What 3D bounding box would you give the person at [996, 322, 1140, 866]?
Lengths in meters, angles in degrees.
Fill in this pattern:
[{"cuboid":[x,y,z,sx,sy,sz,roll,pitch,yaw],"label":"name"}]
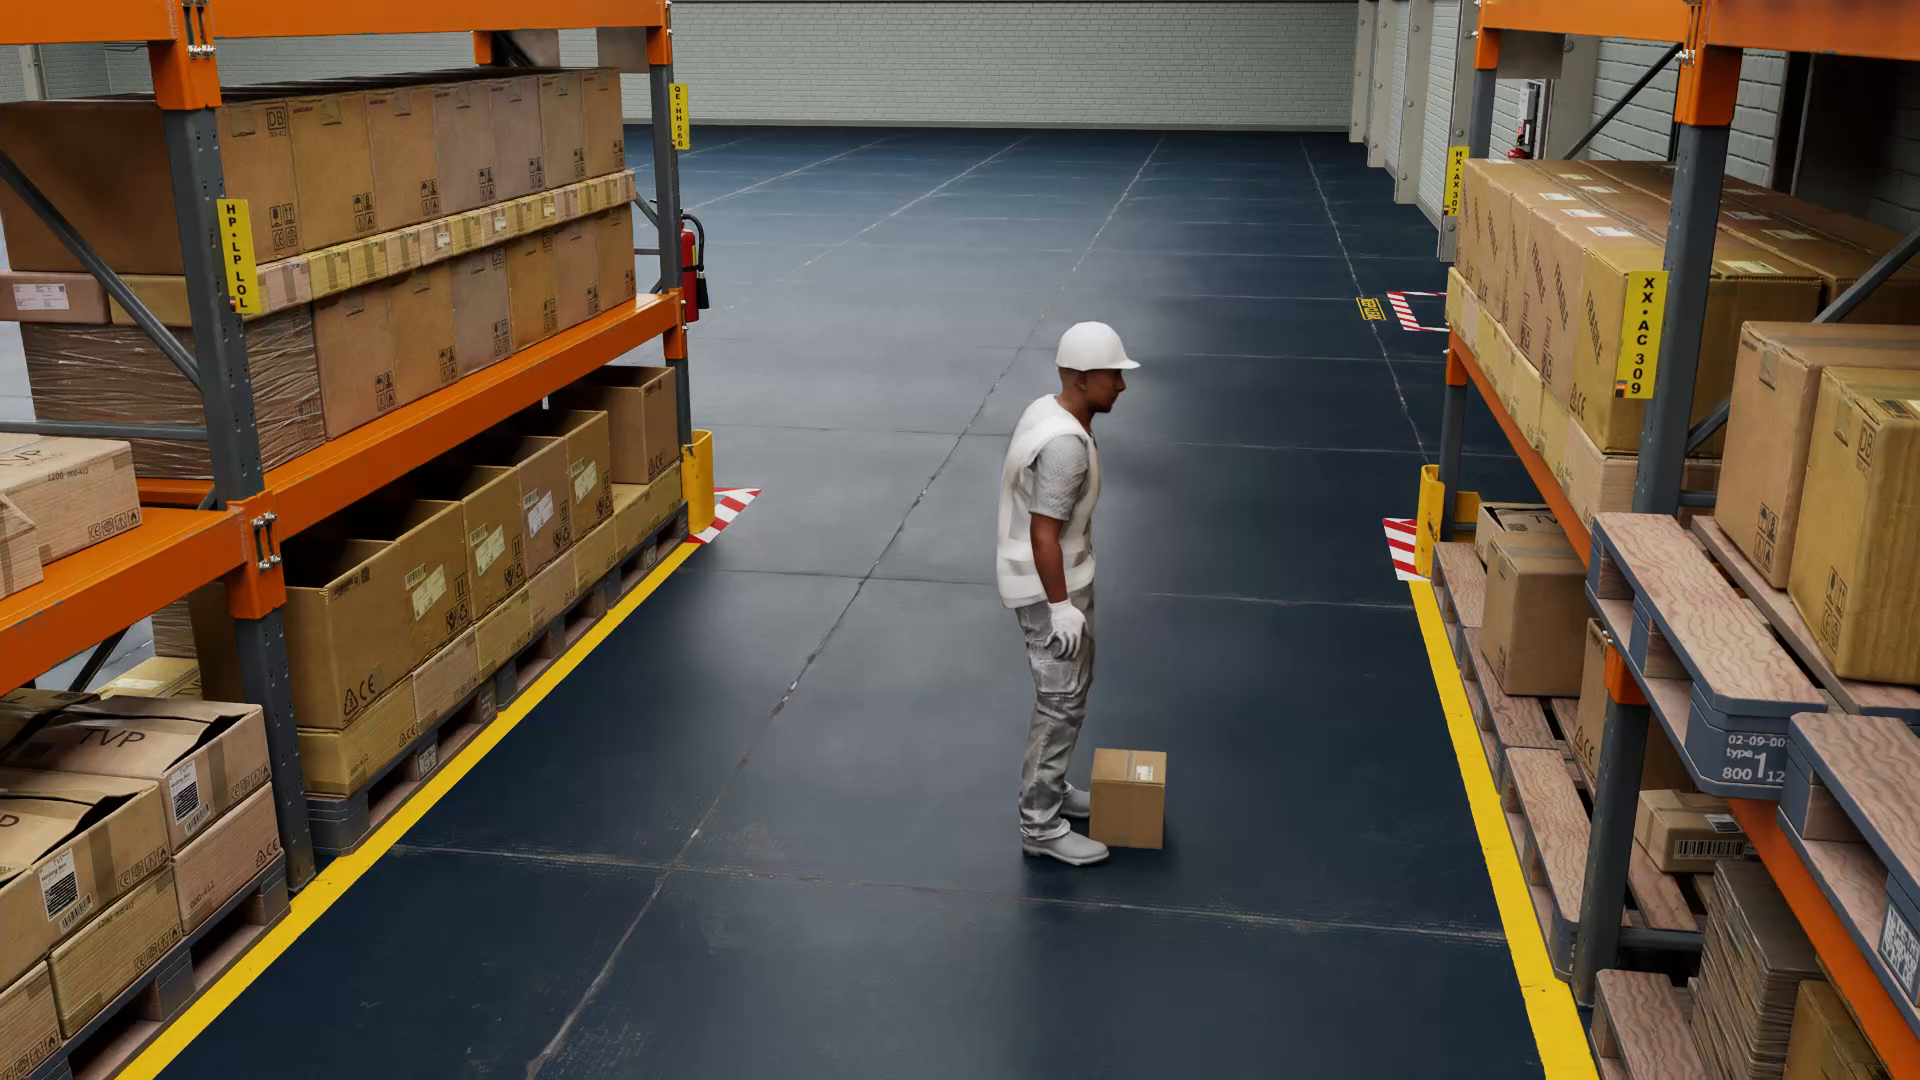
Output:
[{"cuboid":[0.348,0.160,5.535,0.452,1.772,0.615,2,18,6],"label":"person"}]
